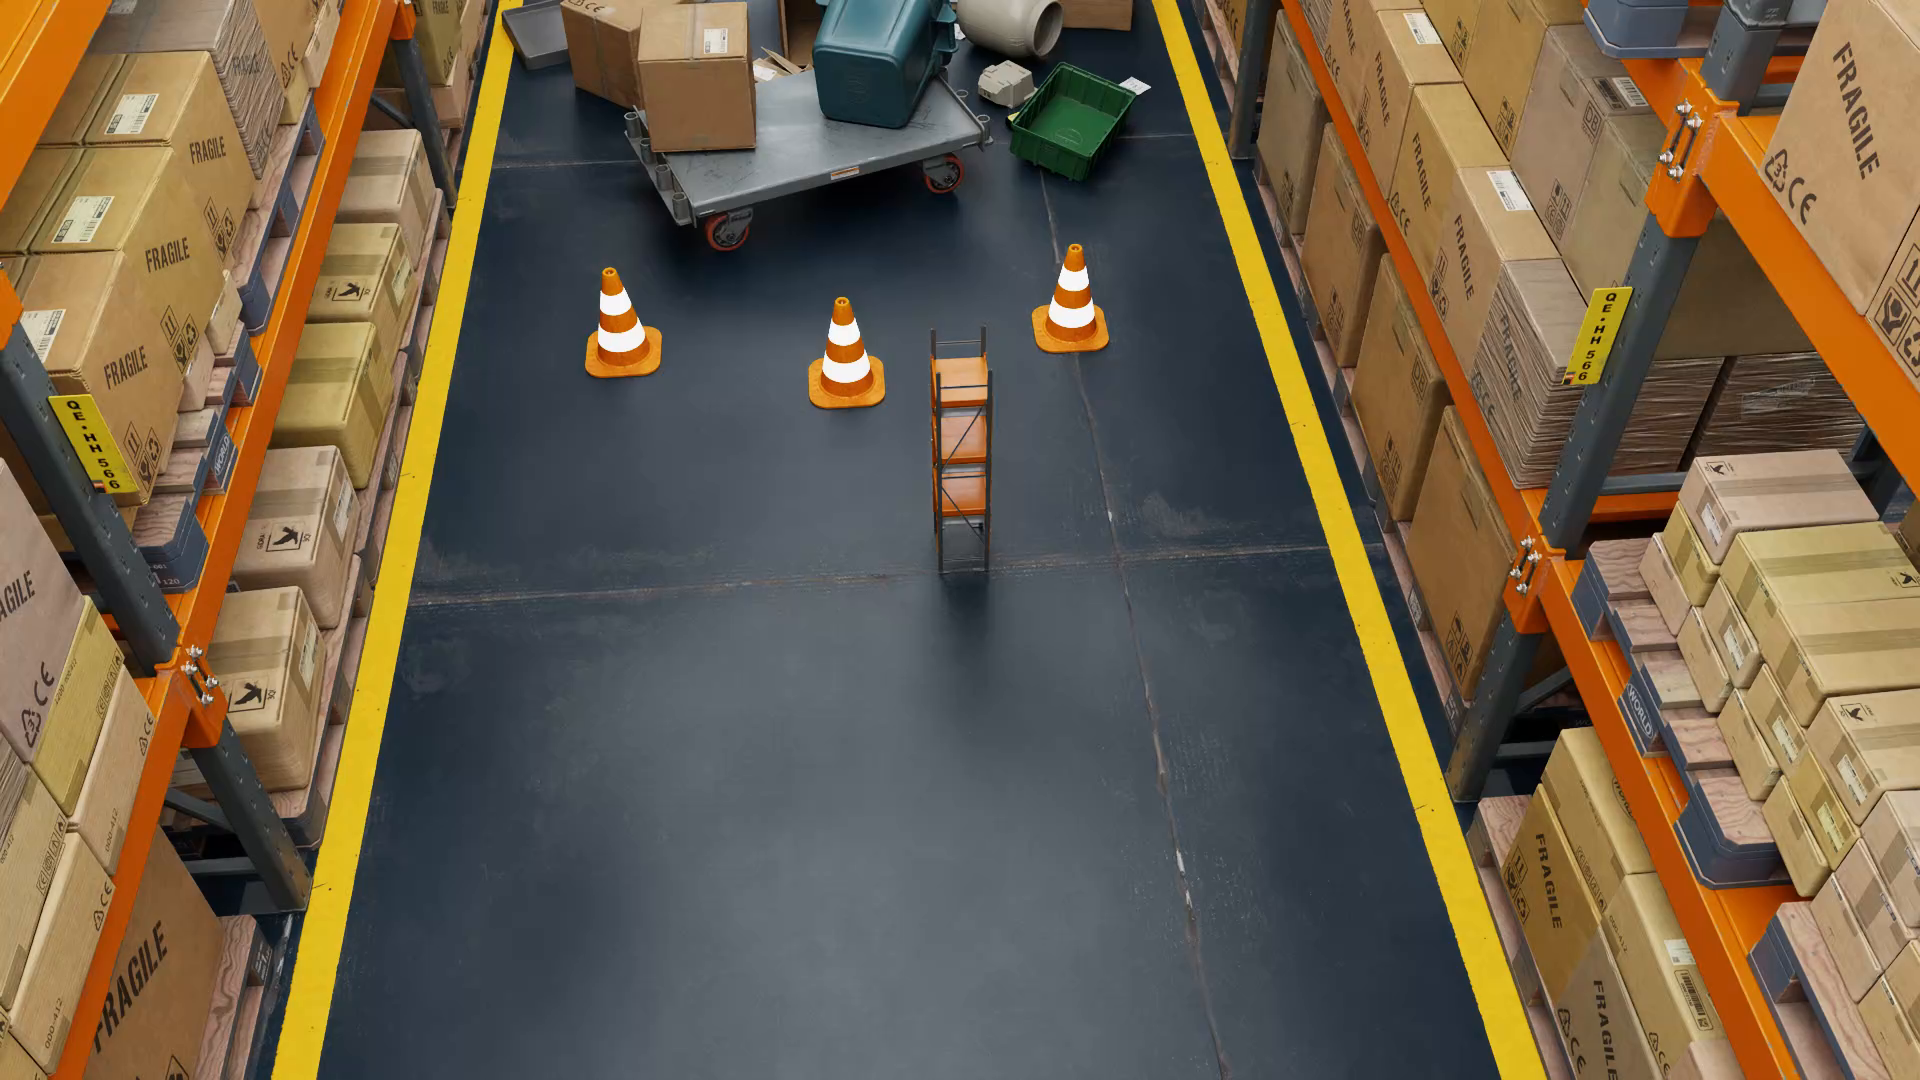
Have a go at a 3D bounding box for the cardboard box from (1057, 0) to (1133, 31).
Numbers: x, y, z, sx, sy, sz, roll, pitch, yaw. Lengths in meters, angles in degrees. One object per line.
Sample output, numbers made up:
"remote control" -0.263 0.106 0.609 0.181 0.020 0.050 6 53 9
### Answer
"cardboard box" 0.747 -3.269 9.500 0.500 0.500 0.500 4 47 4

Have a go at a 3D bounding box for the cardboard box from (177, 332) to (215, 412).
"cardboard box" -2.499 -0.511 5.052 0.380 0.149 0.250 -6 47 -6

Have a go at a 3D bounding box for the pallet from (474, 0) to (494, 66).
"pallet" -3.221 -3.103 9.543 1.003 0.211 1.213 -3 47 -3

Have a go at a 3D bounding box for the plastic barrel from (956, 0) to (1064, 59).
"plastic barrel" 0.276 -2.909 9.213 0.512 0.421 0.421 27 52 23

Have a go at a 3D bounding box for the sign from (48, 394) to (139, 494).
"sign" -2.137 -0.233 4.108 0.100 0.325 0.005 -3 47 -3

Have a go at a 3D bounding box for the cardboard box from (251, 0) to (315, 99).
"cardboard box" -2.677 -1.922 5.941 0.500 0.500 0.500 -2 47 -2

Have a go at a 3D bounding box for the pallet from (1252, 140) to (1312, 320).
"pallet" 2.039 -1.555 8.077 1.003 0.211 1.213 -3 47 -3

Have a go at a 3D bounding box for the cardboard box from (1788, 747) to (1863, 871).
"cardboard box" 2.147 0.600 3.795 0.380 0.149 0.250 -3 47 -3

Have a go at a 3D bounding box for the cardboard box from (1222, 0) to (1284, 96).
"cardboard box" 1.917 -2.940 8.643 0.875 0.875 0.875 -3 47 -3

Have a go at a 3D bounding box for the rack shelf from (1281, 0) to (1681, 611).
"rack shelf" 2.067 -1.373 6.480 1.077 0.370 4.000 -3 47 -3

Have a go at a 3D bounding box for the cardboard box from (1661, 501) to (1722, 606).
"cardboard box" 2.075 0.028 4.336 0.380 0.149 0.250 -2 47 -2

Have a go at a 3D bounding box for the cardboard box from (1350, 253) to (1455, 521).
"cardboard box" 2.197 -0.622 6.534 1.050 0.750 0.750 -3 47 -3

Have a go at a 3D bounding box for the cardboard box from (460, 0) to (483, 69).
"cardboard box" -2.861 -2.721 8.866 0.500 0.250 0.500 -1 47 -1

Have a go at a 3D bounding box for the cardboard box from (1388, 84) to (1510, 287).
"cardboard box" 1.847 -1.240 5.789 0.500 0.500 0.500 -4 47 -4

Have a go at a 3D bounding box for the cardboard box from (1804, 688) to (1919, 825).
"cardboard box" 2.143 0.474 3.709 0.380 0.149 0.250 -5 47 -5

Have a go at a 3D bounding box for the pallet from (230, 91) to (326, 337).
"pallet" -2.896 -1.163 5.918 1.003 0.211 1.213 -3 47 -3

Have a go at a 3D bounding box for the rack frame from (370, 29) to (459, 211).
"rack frame" -3.025 -2.693 7.235 1.000 3.000 0.127 -3 47 -3

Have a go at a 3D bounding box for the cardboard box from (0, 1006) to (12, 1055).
"cardboard box" -2.286 1.155 3.349 0.500 0.250 0.500 -5 47 -4

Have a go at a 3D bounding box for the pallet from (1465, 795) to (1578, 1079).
"pallet" 2.298 1.351 5.325 1.003 0.211 1.213 -3 47 -3

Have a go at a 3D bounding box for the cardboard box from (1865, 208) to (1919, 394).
"cardboard box" 2.066 -0.448 2.974 0.500 0.500 0.500 -3 47 -3

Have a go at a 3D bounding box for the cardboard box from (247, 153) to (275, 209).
"cardboard box" -2.619 -1.276 5.776 0.380 0.149 0.250 -2 47 -2

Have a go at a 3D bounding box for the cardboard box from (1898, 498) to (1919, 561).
"cardboard box" 2.730 -0.004 4.366 0.380 0.149 0.250 -3 47 -2

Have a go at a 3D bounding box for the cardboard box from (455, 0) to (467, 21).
"cardboard box" -2.862 -2.980 8.594 0.500 0.500 0.500 -2 47 -2

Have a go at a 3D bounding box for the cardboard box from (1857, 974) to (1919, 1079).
"cardboard box" 2.184 1.064 3.560 0.380 0.149 0.250 -3 47 -3

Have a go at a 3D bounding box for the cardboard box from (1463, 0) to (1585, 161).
"cardboard box" 2.118 -1.614 5.455 0.700 0.500 0.500 -4 47 -4

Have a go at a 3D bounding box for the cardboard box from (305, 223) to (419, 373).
"cardboard box" -2.915 -1.035 7.185 0.950 0.372 0.625 -1 47 -1

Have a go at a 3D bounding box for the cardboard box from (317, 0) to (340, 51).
"cardboard box" -2.645 -2.019 6.480 0.380 0.149 0.250 -4 47 -4

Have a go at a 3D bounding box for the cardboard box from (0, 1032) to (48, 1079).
"cardboard box" -2.304 1.336 3.522 0.500 0.250 0.500 -4 47 -4

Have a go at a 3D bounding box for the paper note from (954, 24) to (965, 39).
"paper note" -0.038 -2.915 9.495 0.172 0.023 0.155 11 48 10

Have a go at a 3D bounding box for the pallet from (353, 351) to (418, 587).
"pallet" -2.853 -0.286 6.876 1.003 0.211 1.213 -3 47 -3

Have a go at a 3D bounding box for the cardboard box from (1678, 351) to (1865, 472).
"cardboard box" 2.466 -0.549 5.135 0.500 0.500 0.500 -3 47 -3

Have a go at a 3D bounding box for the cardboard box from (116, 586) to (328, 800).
"cardboard box" -2.727 0.551 5.683 0.950 0.372 0.625 -6 47 -6

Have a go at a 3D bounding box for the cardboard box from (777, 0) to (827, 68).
"cardboard box" -0.603 -2.982 9.135 0.797 0.637 0.503 -3 47 -3

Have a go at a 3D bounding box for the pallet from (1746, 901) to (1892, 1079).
"pallet" 2.441 1.323 3.564 1.003 0.211 1.213 -3 47 -3

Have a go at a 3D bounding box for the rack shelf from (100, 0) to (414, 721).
"rack shelf" -2.857 -0.999 6.125 1.077 0.370 4.000 -3 47 -3

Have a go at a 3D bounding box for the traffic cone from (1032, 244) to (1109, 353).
"traffic cone" 0.507 -1.133 7.504 0.336 0.463 0.334 -3 47 -3

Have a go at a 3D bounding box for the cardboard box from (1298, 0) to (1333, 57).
"cardboard box" 1.718 -2.339 6.831 0.500 0.500 0.500 -3 47 -3

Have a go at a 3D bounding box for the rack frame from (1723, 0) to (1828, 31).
"rack frame" 2.234 -2.236 2.670 1.000 3.000 0.127 -3 47 -3

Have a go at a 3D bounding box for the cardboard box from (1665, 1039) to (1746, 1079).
"cardboard box" 2.122 1.523 4.157 0.500 0.250 0.500 -3 47 -3

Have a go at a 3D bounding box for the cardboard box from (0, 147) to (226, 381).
"cardboard box" -2.548 -0.797 4.875 0.500 0.500 0.500 -1 47 -1

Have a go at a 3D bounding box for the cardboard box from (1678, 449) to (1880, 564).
"cardboard box" 2.080 -0.086 4.240 0.380 0.149 0.250 -3 47 -3

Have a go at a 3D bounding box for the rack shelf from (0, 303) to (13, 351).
"rack shelf" -2.522 0.864 2.296 1.077 0.370 4.000 -3 47 -3

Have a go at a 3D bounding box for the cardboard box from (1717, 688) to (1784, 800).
"cardboard box" 2.116 0.494 4.100 0.380 0.149 0.250 -1 47 -1

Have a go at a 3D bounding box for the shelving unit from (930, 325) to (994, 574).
"shelving unit" 0.004 -0.322 6.332 0.215 1.050 0.252 -3 47 -3

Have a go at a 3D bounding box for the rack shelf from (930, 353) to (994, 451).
"rack shelf" 0.004 -0.510 6.134 0.215 0.259 0.240 -3 47 -3

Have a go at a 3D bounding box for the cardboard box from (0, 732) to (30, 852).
"cardboard box" -2.335 0.552 3.404 0.500 0.500 0.500 -3 47 -3

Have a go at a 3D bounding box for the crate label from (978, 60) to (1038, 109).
"crate label" 0.247 -2.469 8.994 0.298 0.136 0.250 -36 56 -29
